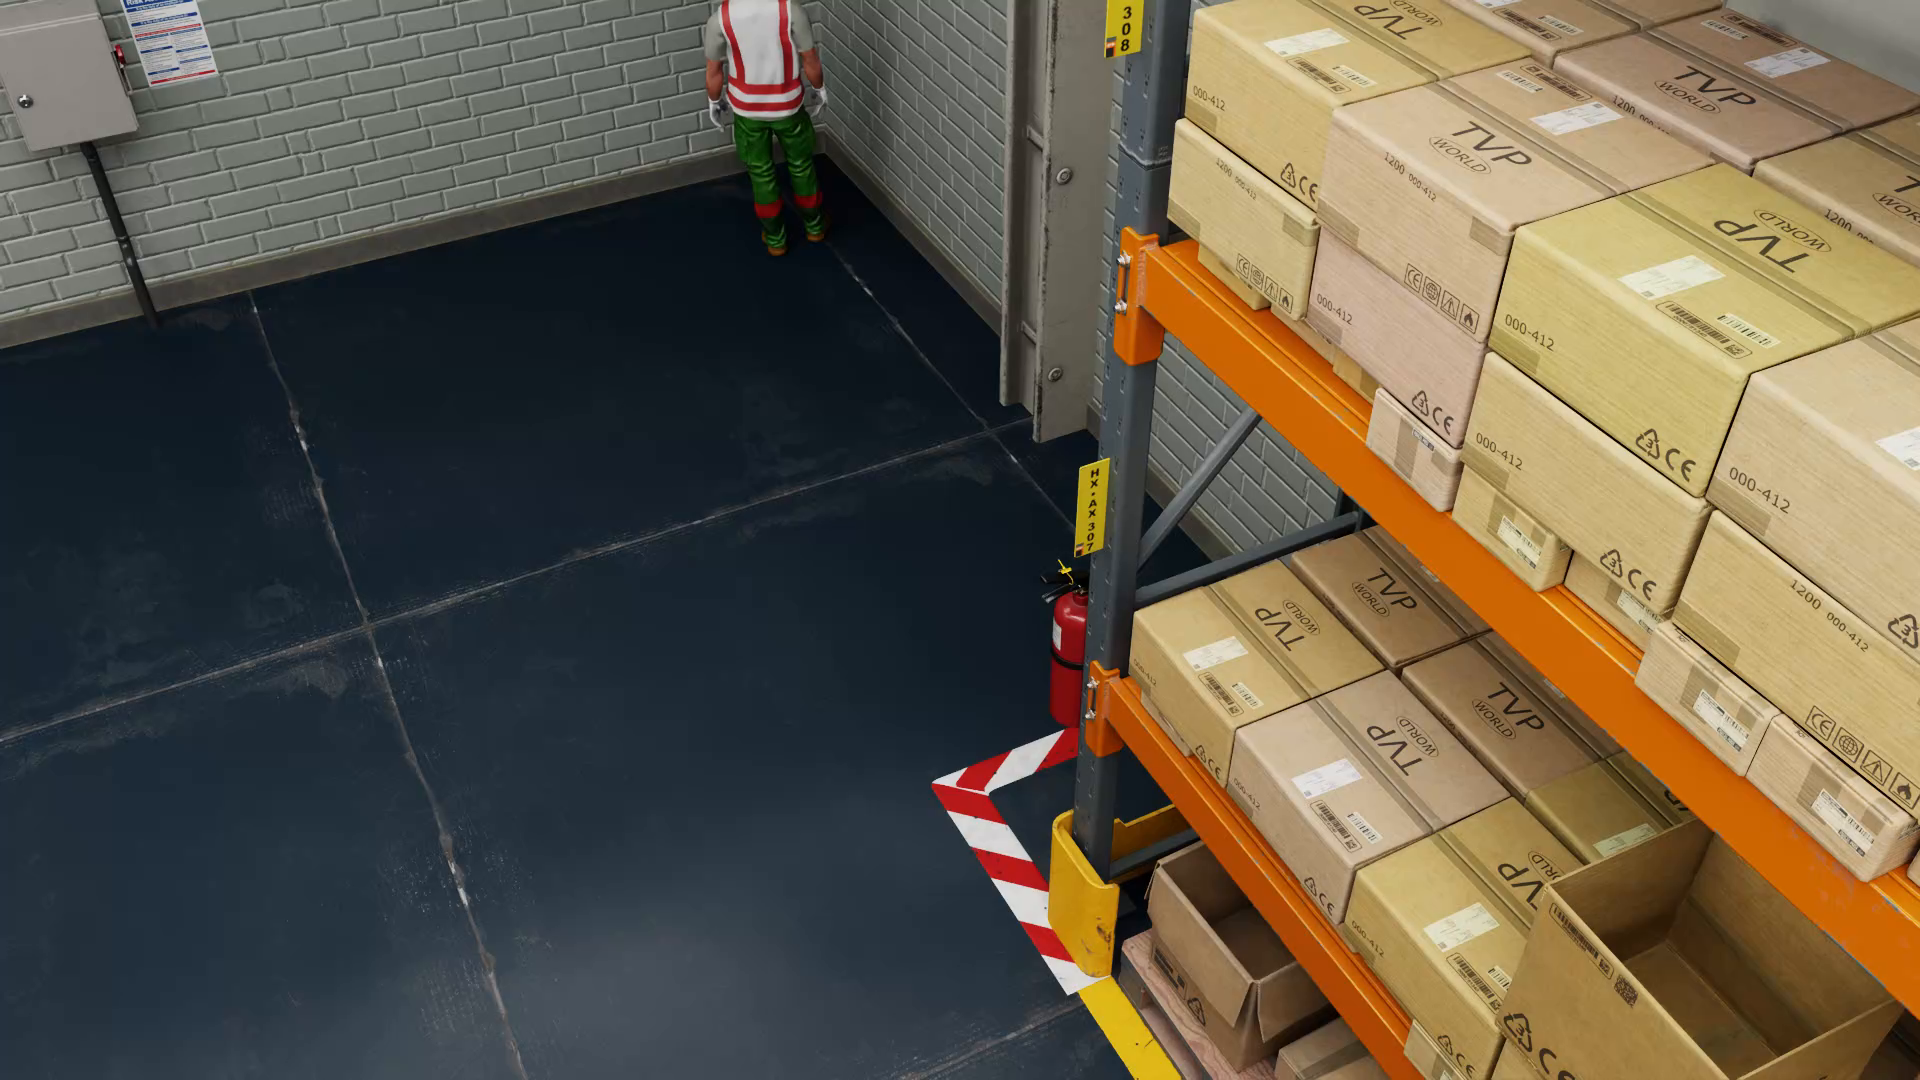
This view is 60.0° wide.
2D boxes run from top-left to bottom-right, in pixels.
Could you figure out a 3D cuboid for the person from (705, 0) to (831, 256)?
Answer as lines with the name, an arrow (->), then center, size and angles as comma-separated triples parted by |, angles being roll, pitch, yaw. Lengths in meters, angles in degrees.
person -> -1.020, -2.356, 8.844 | 0.633, 1.789, 0.557 | -5, 41, -5
